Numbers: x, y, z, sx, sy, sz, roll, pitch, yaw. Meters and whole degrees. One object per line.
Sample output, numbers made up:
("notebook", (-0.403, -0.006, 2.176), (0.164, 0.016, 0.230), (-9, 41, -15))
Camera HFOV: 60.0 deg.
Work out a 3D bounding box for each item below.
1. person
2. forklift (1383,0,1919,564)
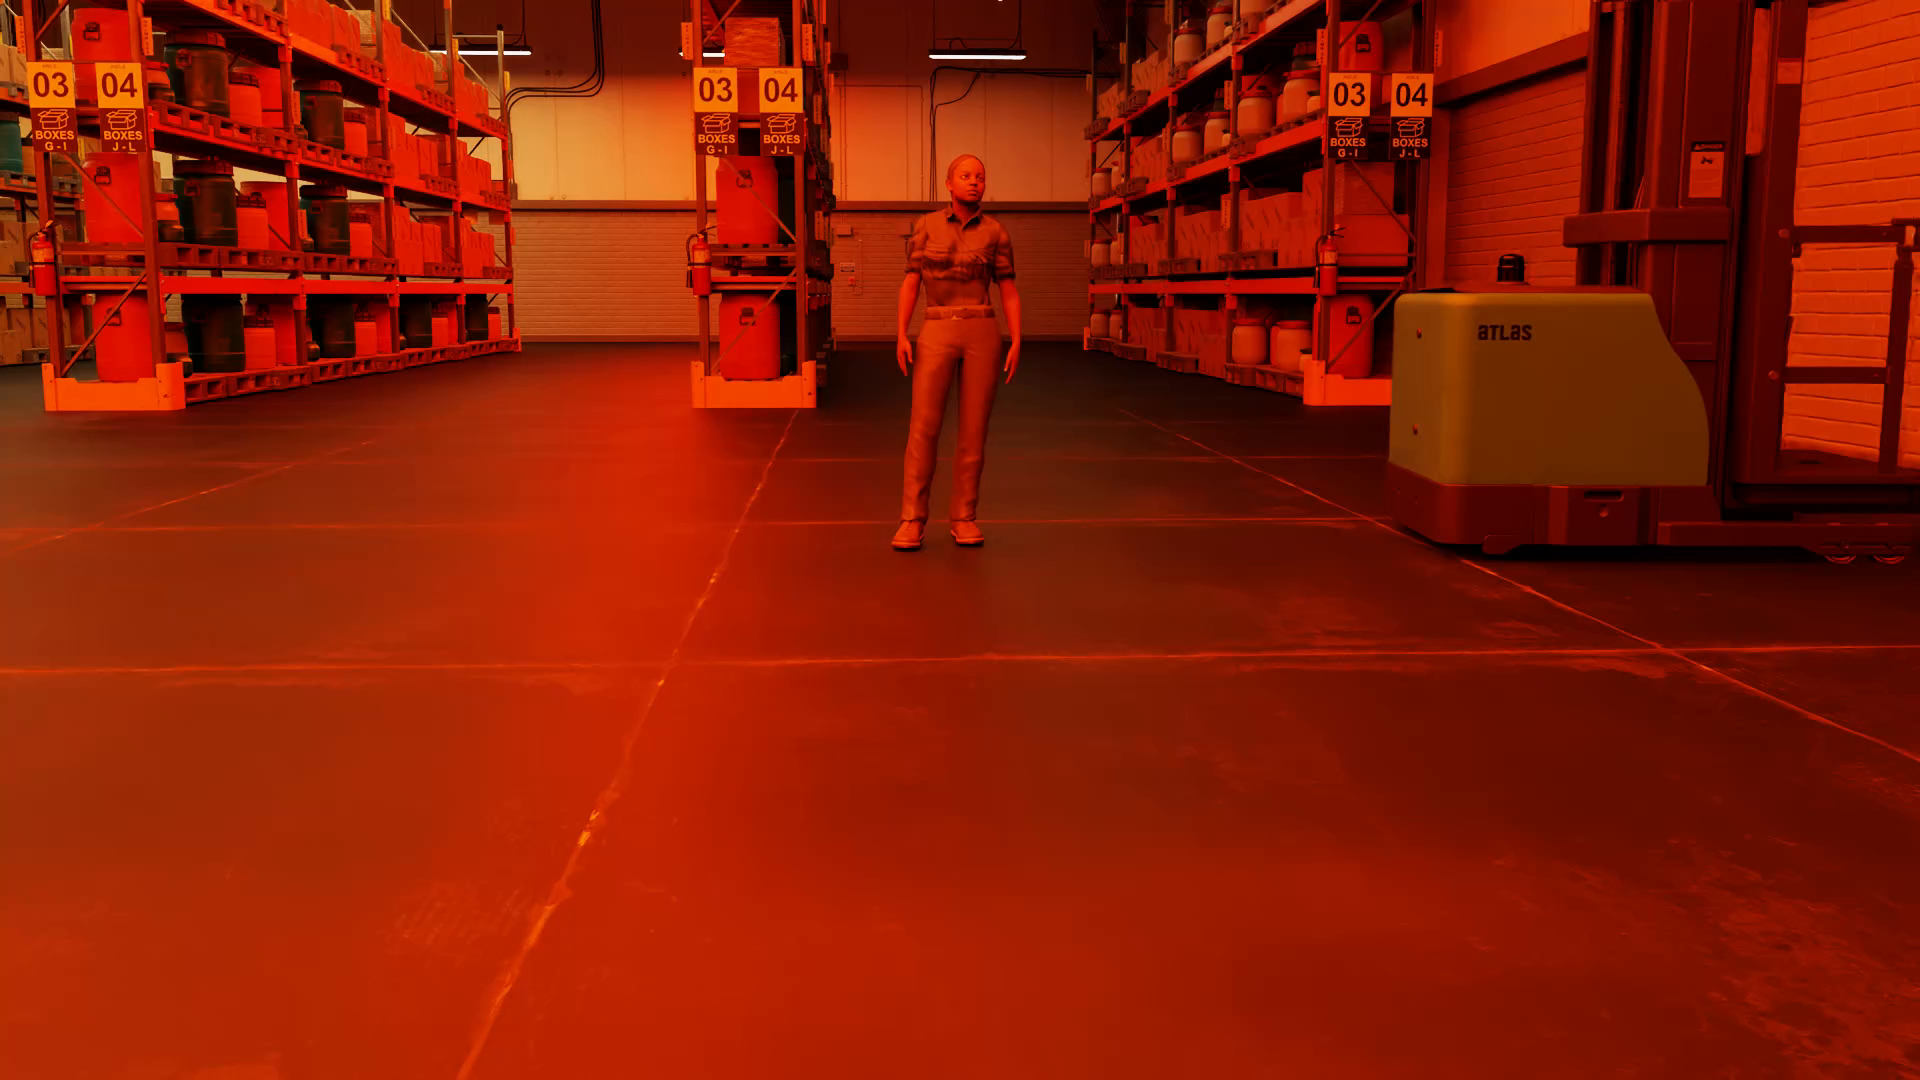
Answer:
("person", (-0.014, -0.812, 7.099), (0.570, 1.656, 0.503), (-1, 8, -4))
("forklift", (3.452, -1.433, 6.981), (3.031, 2.935, 1.130), (0, 8, 1))
